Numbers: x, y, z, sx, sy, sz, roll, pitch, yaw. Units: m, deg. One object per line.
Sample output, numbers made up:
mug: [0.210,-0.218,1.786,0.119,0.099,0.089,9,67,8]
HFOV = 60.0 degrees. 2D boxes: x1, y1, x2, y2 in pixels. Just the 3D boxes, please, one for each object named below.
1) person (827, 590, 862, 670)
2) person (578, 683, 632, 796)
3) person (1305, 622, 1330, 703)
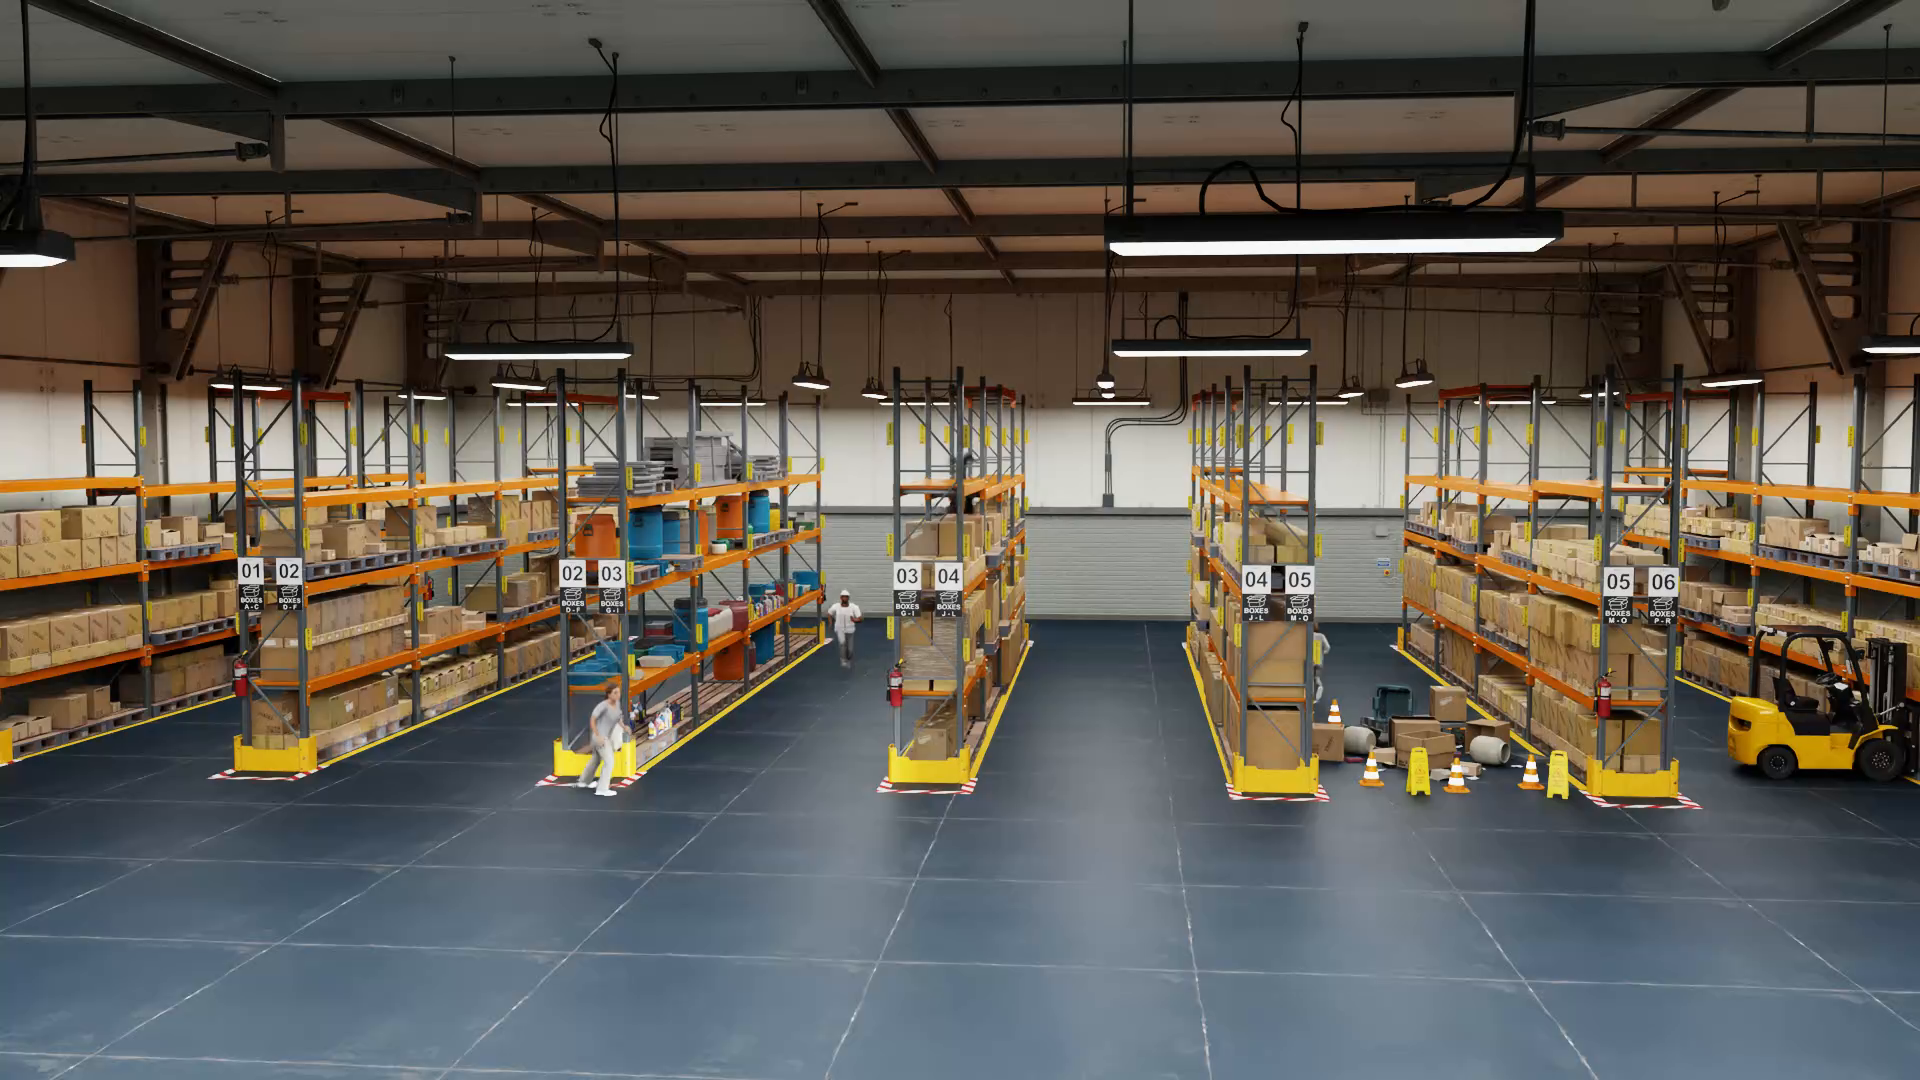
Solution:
person: [-2.384,1.885,34.451,0.705,1.705,0.991,-1,4,-9]
person: [-5.000,2.771,23.271,0.845,1.591,0.629,1,4,12]
person: [6.689,2.304,31.266,0.539,1.526,0.582,0,4,0]
